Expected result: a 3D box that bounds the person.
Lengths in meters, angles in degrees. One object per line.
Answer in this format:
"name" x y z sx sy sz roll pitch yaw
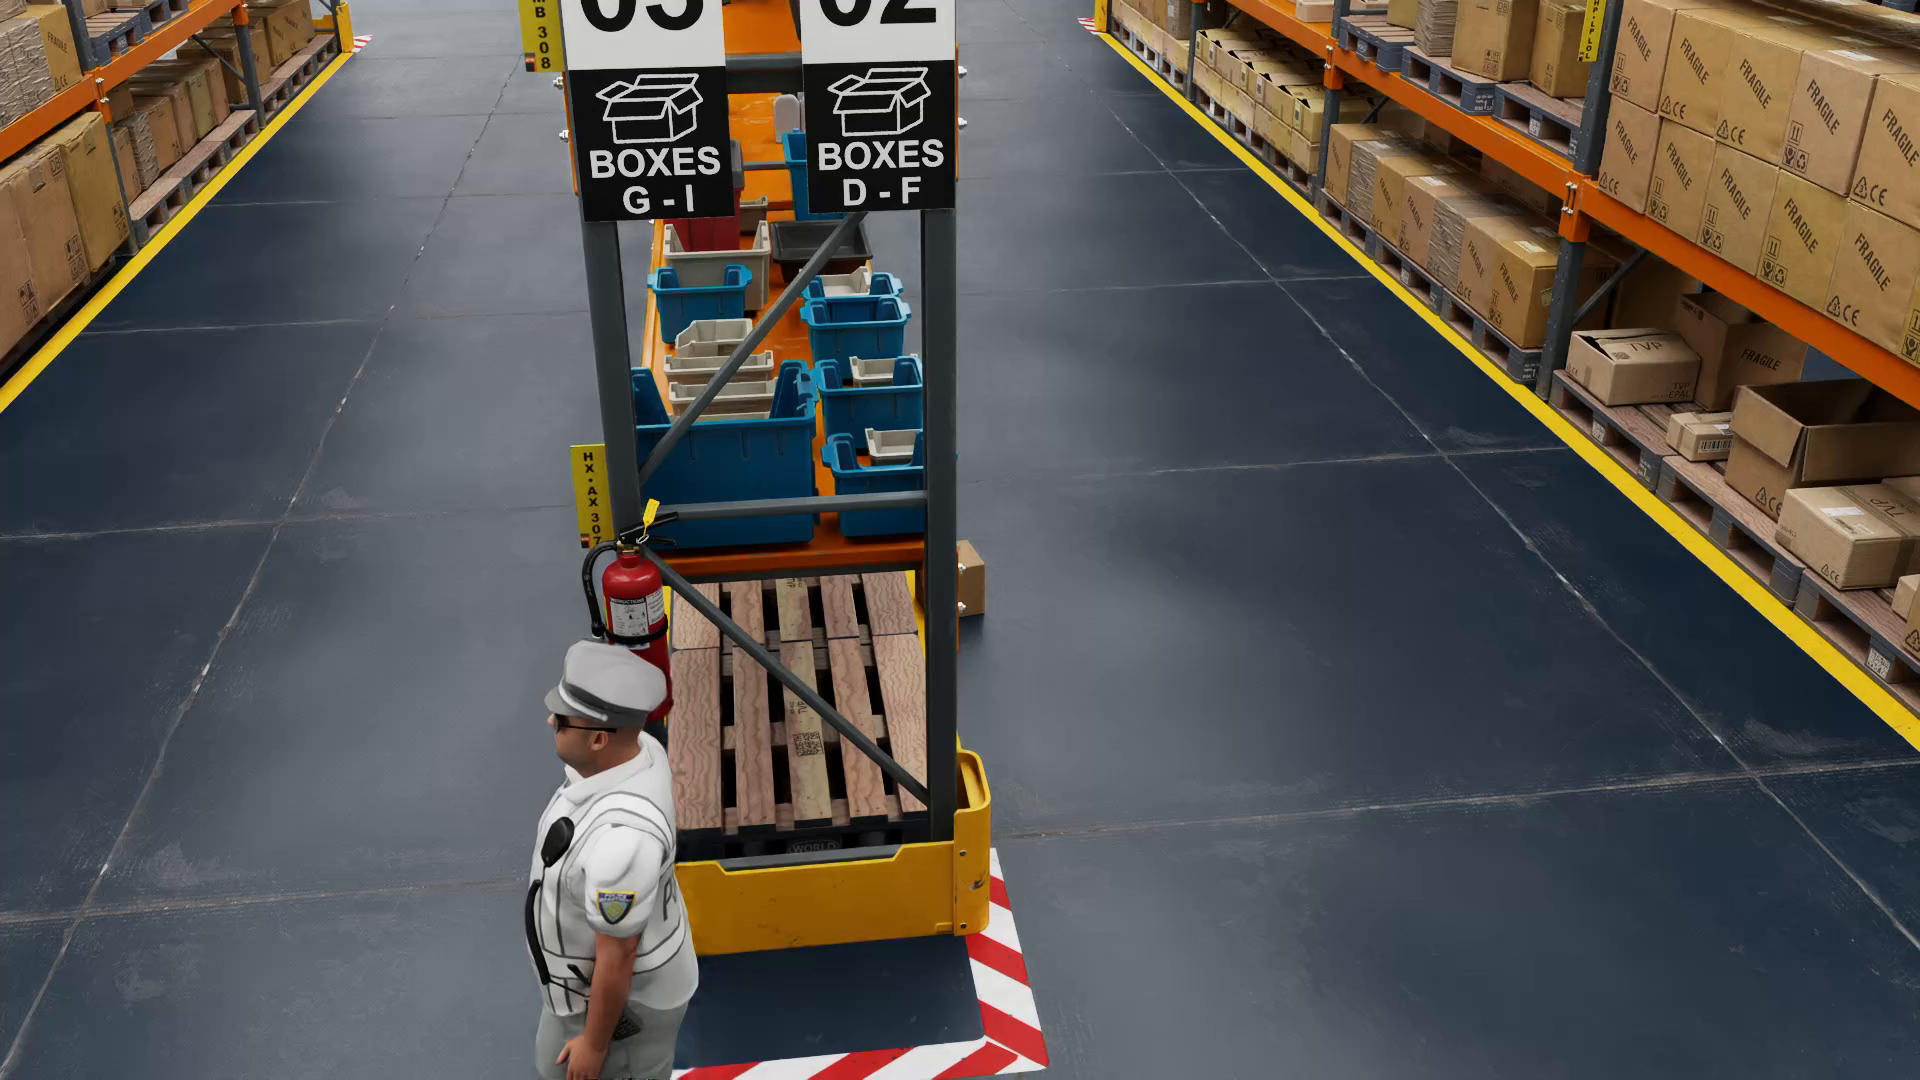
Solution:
"person" -0.795 1.029 4.028 0.791 1.746 0.529 -7 28 -13
